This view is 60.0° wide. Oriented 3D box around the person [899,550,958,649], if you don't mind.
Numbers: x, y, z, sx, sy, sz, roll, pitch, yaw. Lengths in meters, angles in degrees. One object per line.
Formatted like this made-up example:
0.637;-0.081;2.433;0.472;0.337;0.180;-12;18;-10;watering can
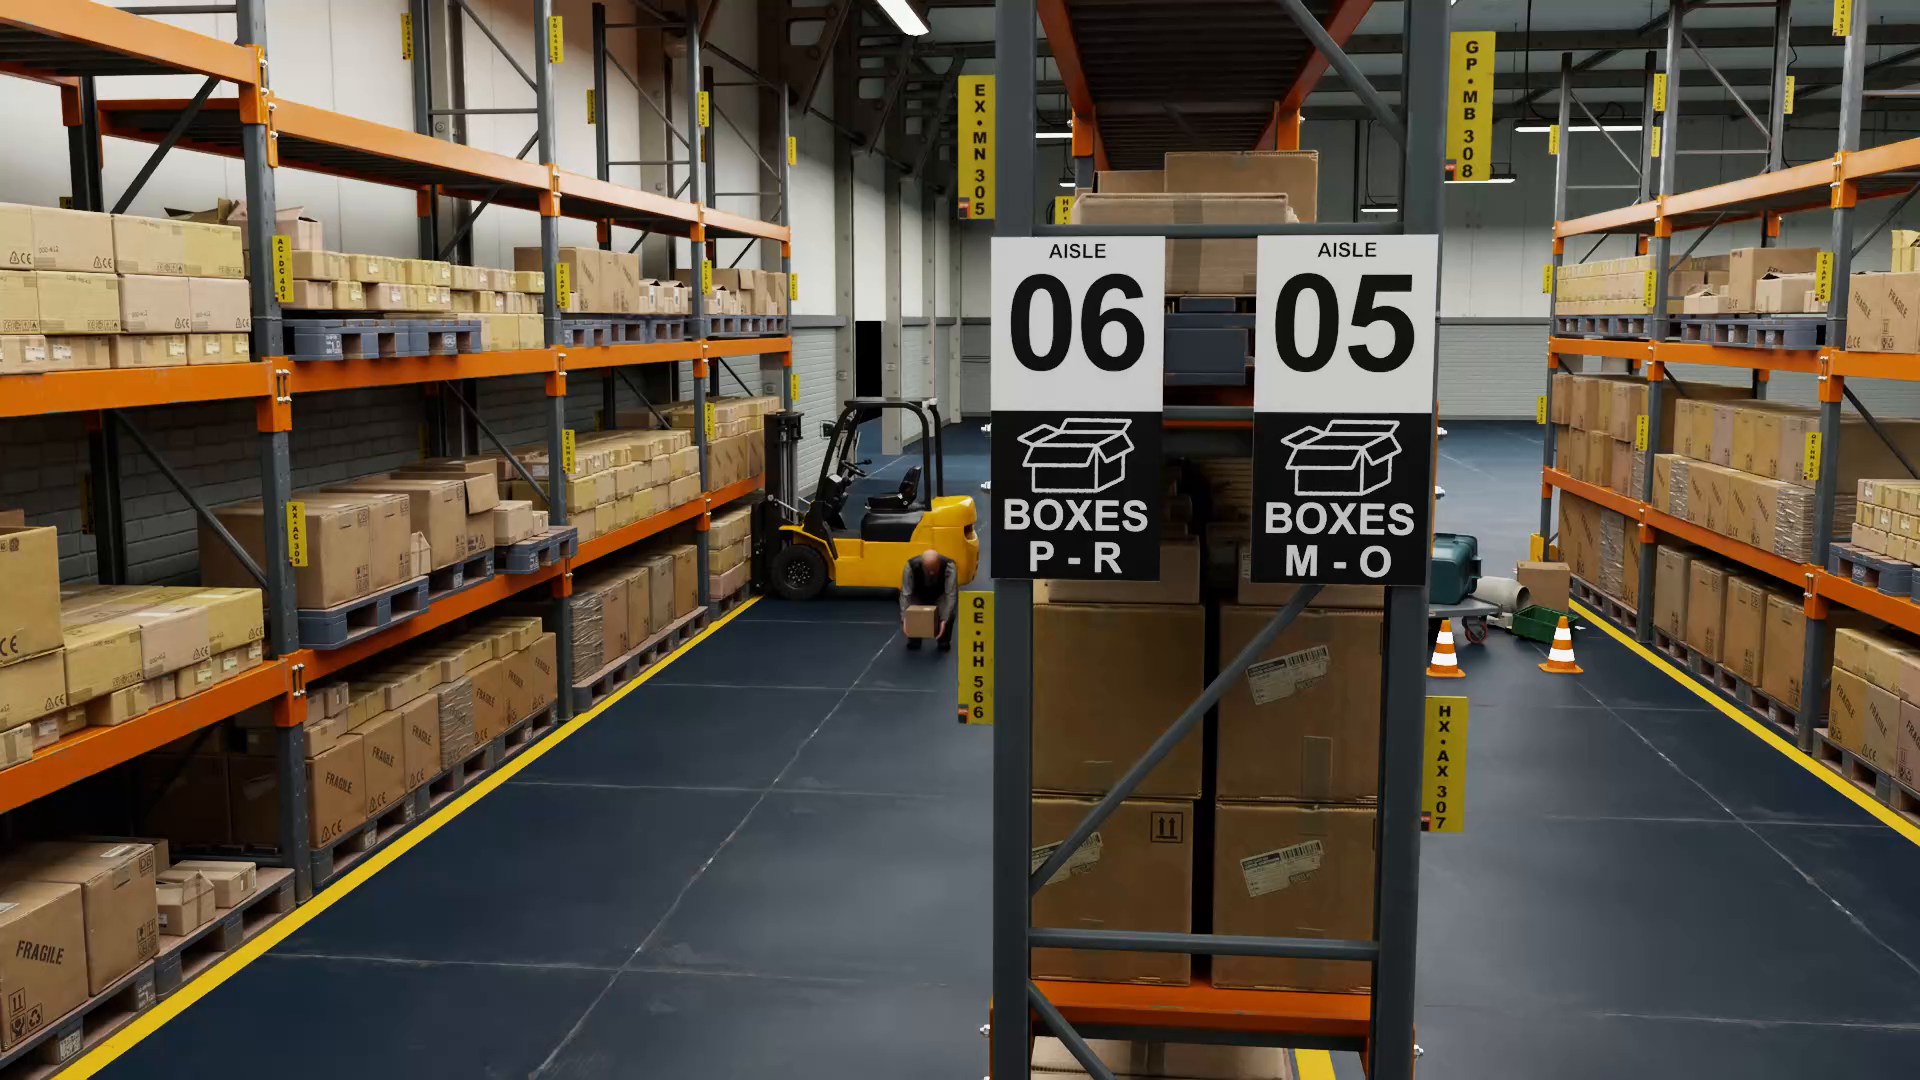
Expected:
-0.275;0.530;15.240;0.538;0.977;0.867;1;8;6;person
